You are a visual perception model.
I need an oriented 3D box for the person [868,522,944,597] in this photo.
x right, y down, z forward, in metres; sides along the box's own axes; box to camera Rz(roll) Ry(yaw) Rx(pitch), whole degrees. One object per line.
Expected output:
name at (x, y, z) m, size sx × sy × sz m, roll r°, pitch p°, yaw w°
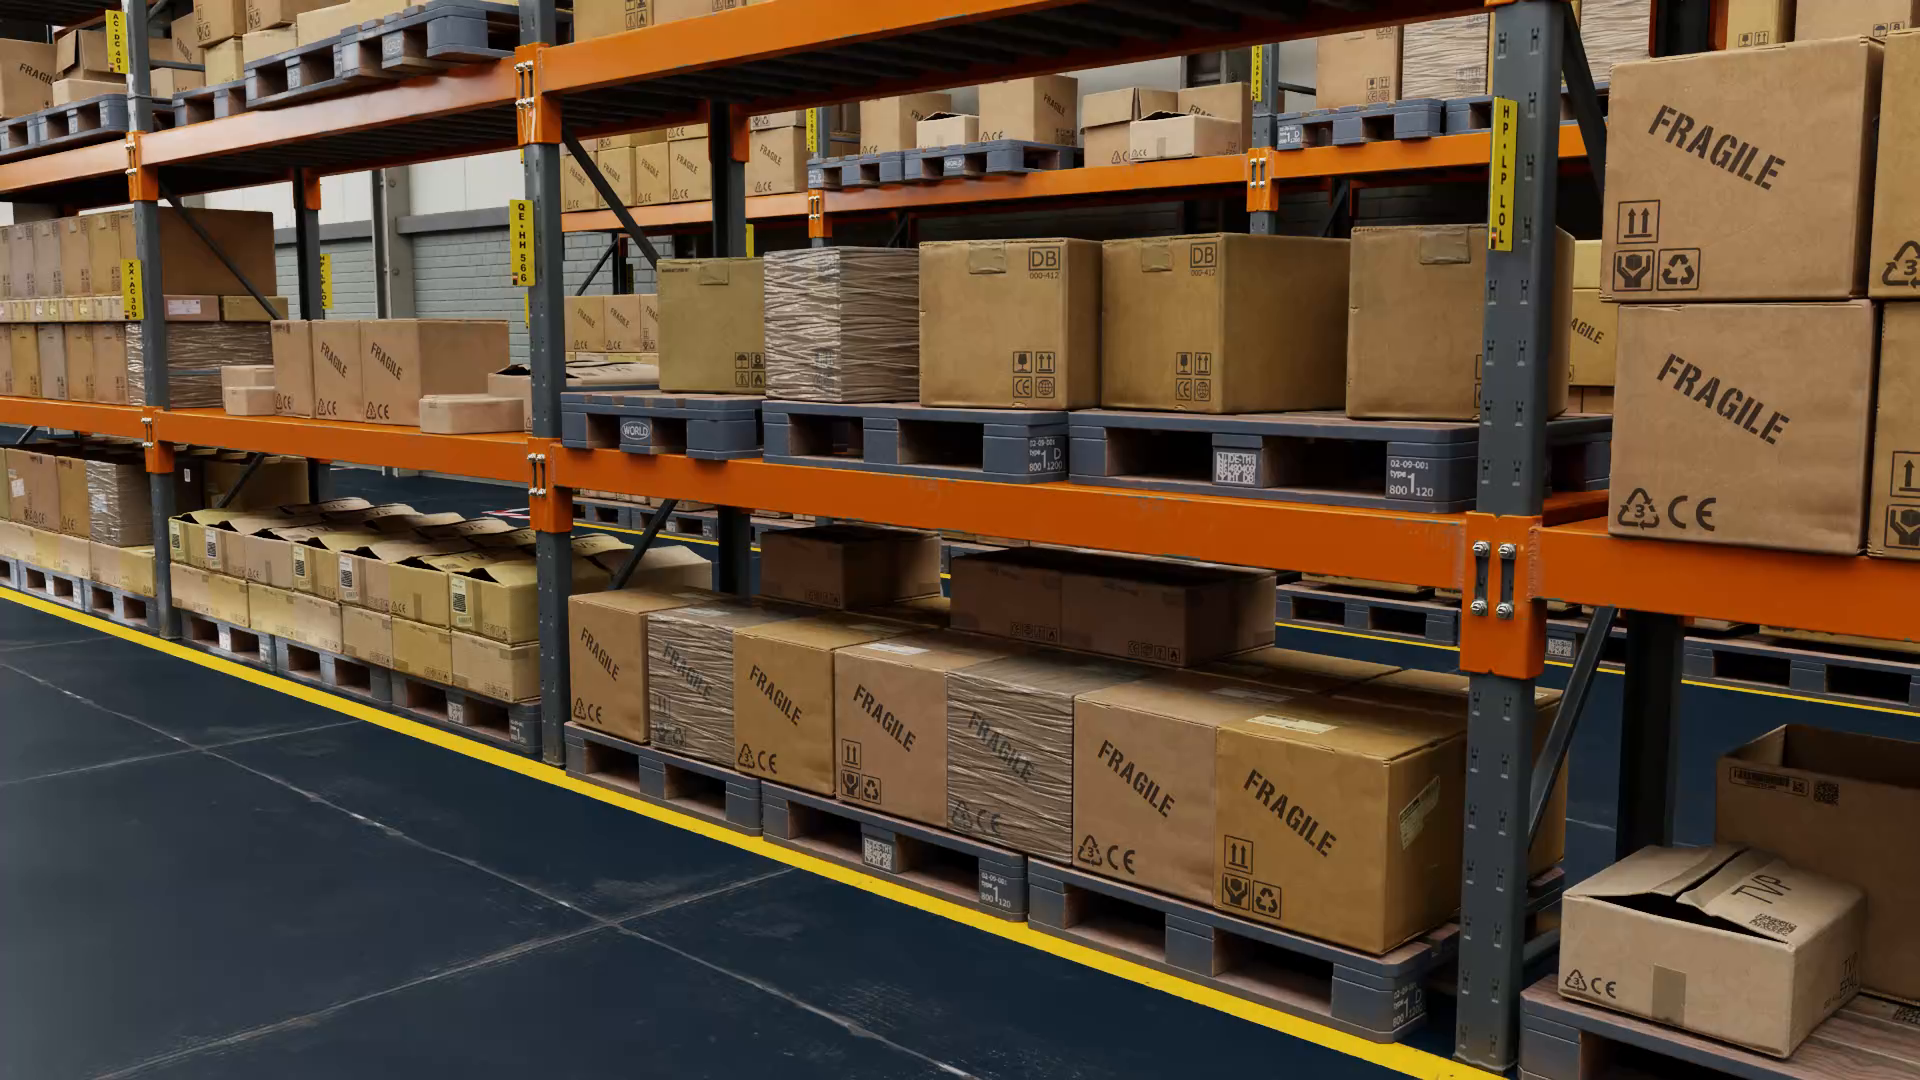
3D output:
person at (-0.282, -0.146, 8.440) m, size 0.404 × 1.673 × 0.491 m, roll 7°, pitch 10°, yaw 43°
